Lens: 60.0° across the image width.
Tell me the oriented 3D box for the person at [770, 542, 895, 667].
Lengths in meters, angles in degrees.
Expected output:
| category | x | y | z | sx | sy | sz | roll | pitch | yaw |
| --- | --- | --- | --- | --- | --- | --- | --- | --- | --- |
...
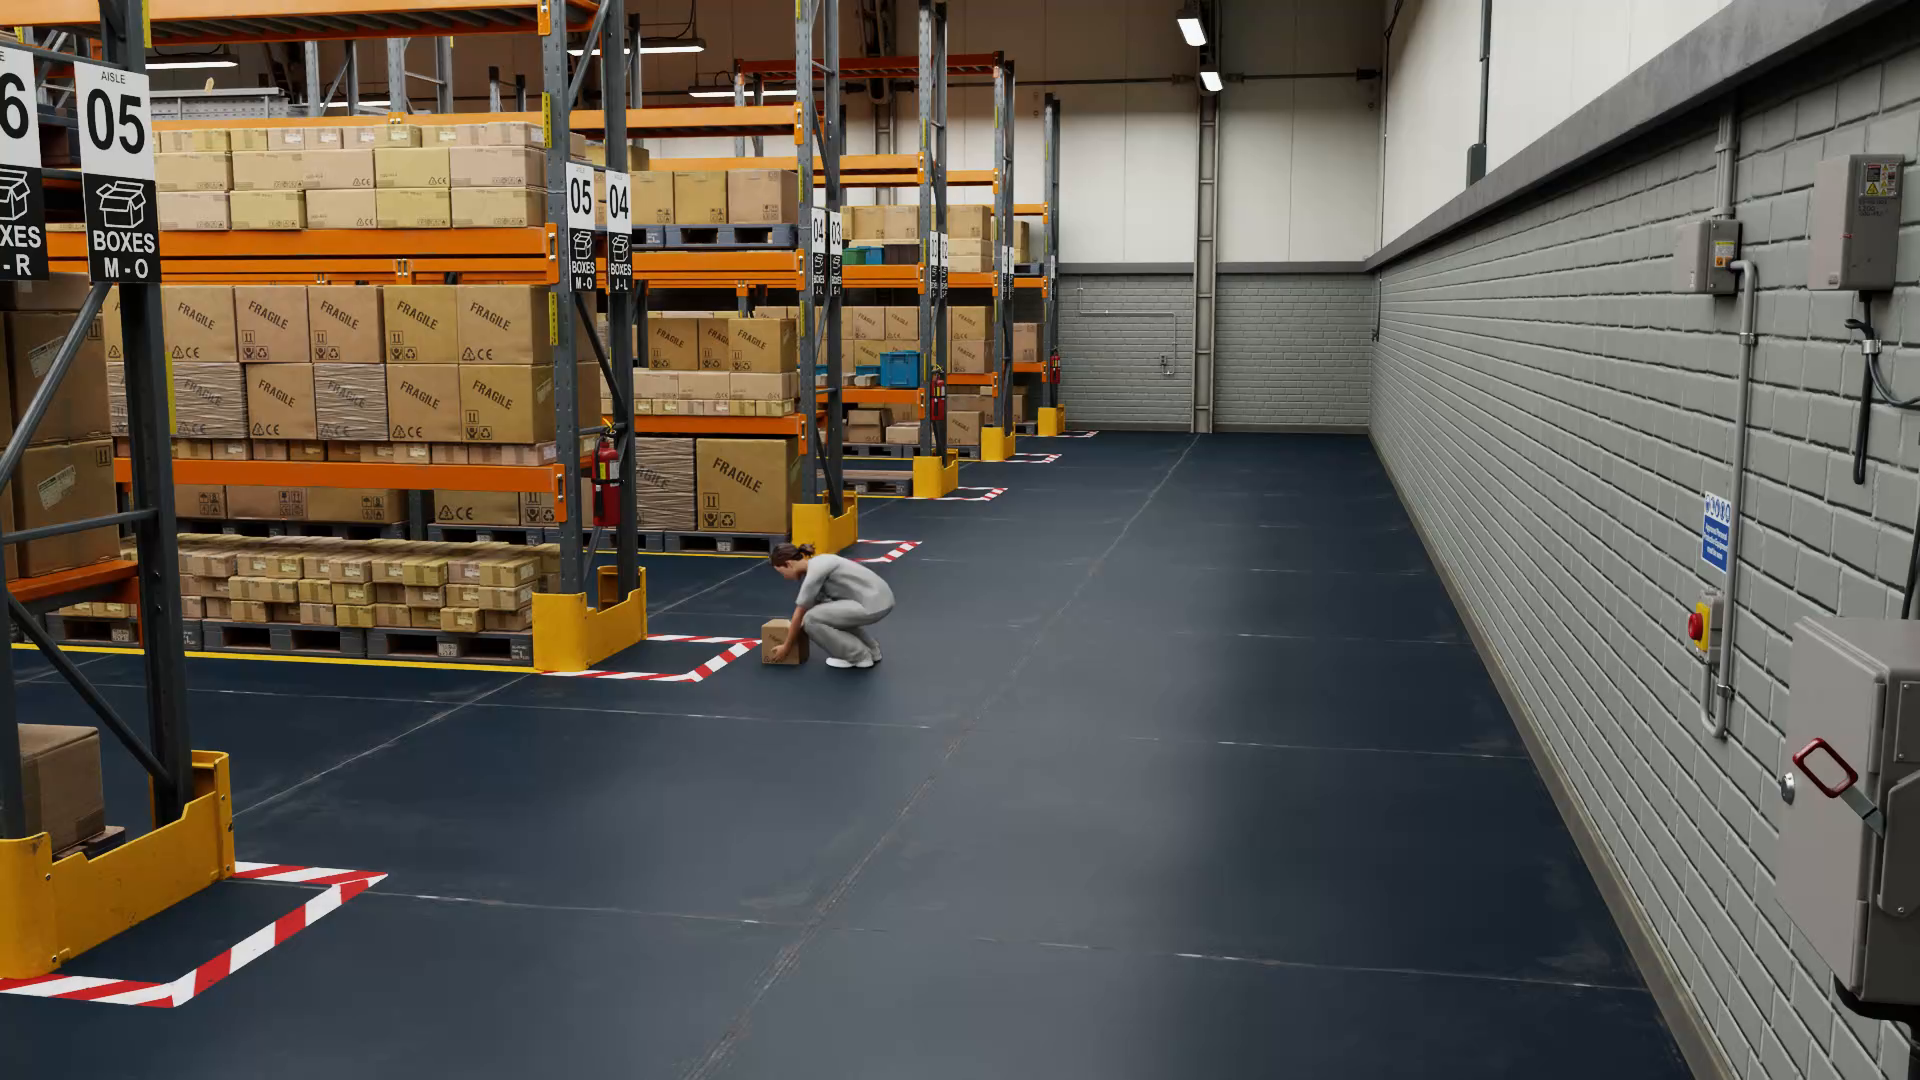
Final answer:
| category | x | y | z | sx | sy | sz | roll | pitch | yaw |
| --- | --- | --- | --- | --- | --- | --- | --- | --- | --- |
| person | -0.831 | 0.414 | 10.852 | 0.804 | 0.805 | 0.478 | 2 | 8 | 11 |
